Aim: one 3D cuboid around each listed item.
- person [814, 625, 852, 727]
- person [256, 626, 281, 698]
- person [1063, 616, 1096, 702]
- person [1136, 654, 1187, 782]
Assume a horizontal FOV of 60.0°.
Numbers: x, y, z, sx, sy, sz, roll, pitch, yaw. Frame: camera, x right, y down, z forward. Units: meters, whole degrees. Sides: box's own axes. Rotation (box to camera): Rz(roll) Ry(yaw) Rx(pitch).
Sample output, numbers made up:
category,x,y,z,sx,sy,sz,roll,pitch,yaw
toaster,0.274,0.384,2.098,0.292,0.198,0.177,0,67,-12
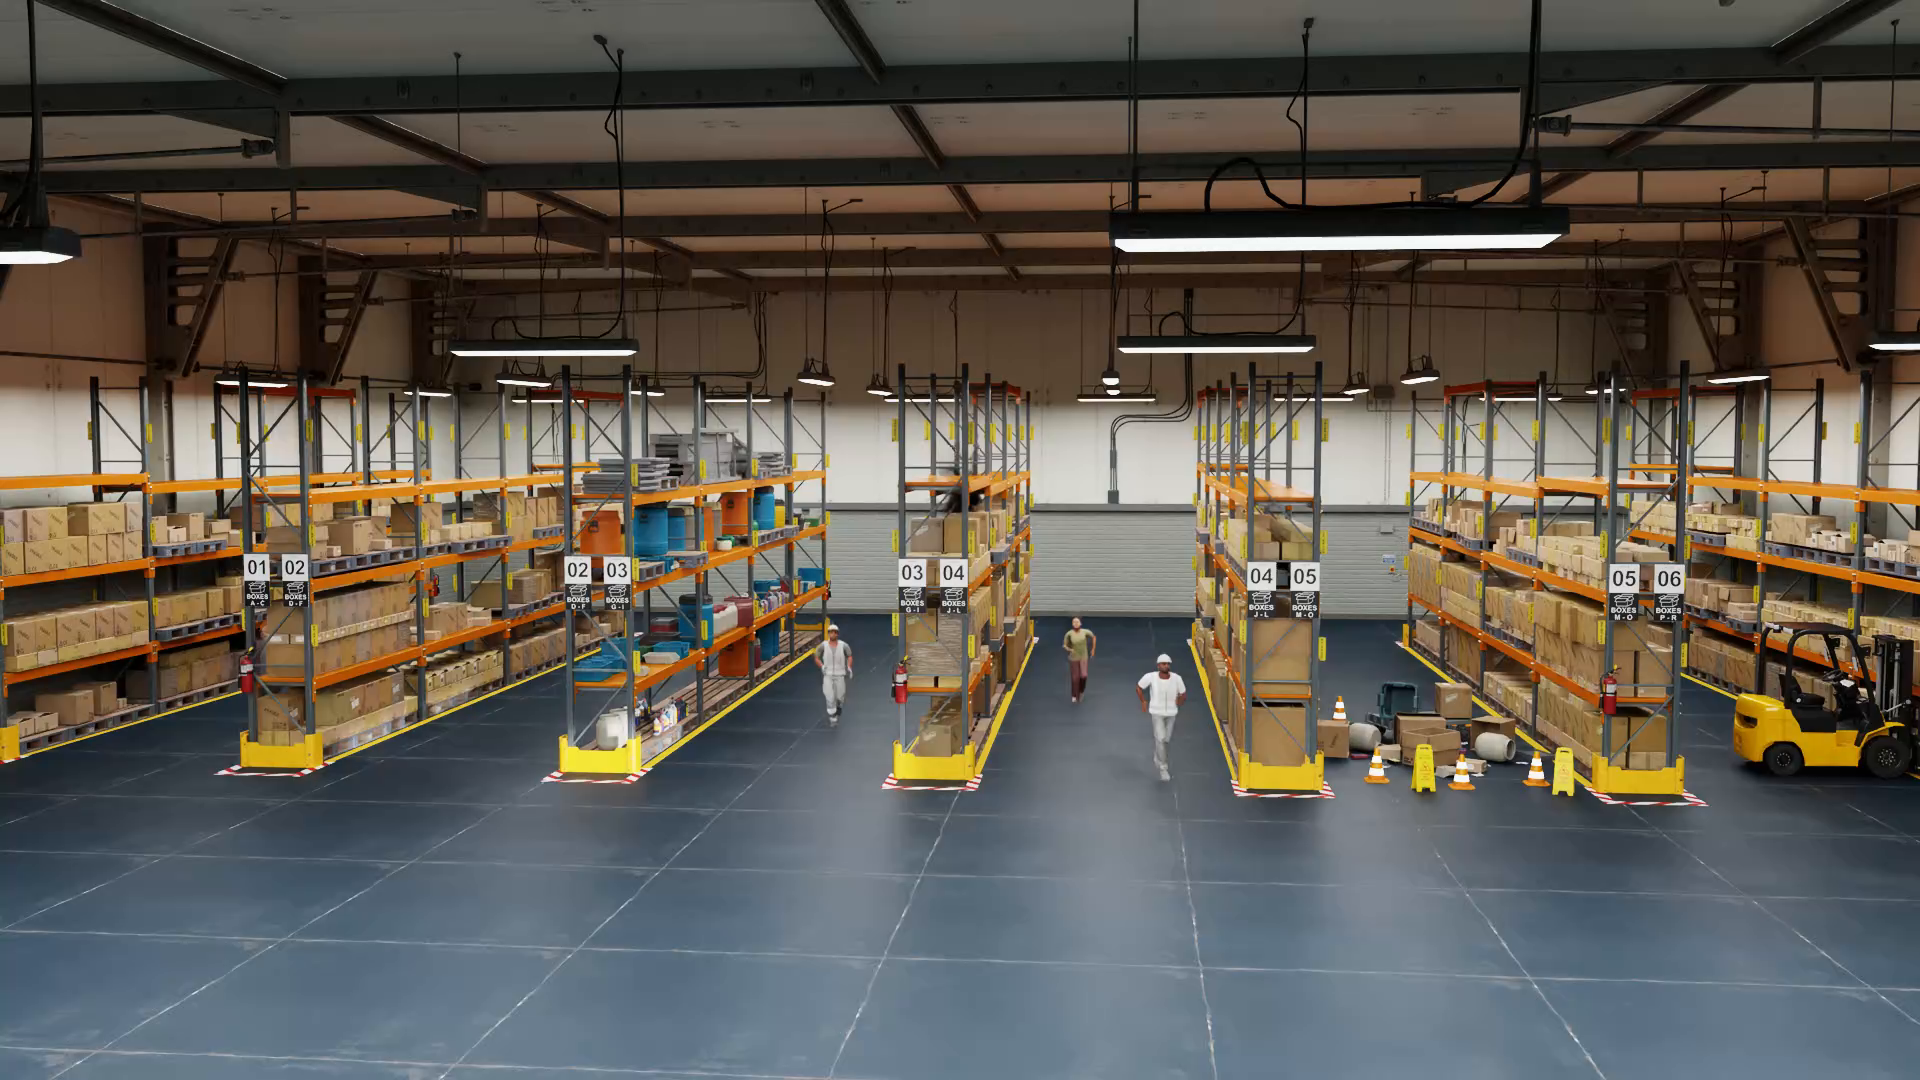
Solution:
category,x,y,z,sx,sy,sz,roll,pitch,yaw
person,-2.161,2.315,28.417,0.657,1.742,0.602,0,4,-6
person,-11.770,2.323,28.210,0.715,1.735,0.826,0,4,-5
person,2.196,2.208,30.664,0.600,1.622,0.756,0,4,6
person,2.969,2.549,24.289,0.703,1.781,0.960,-1,4,-10
